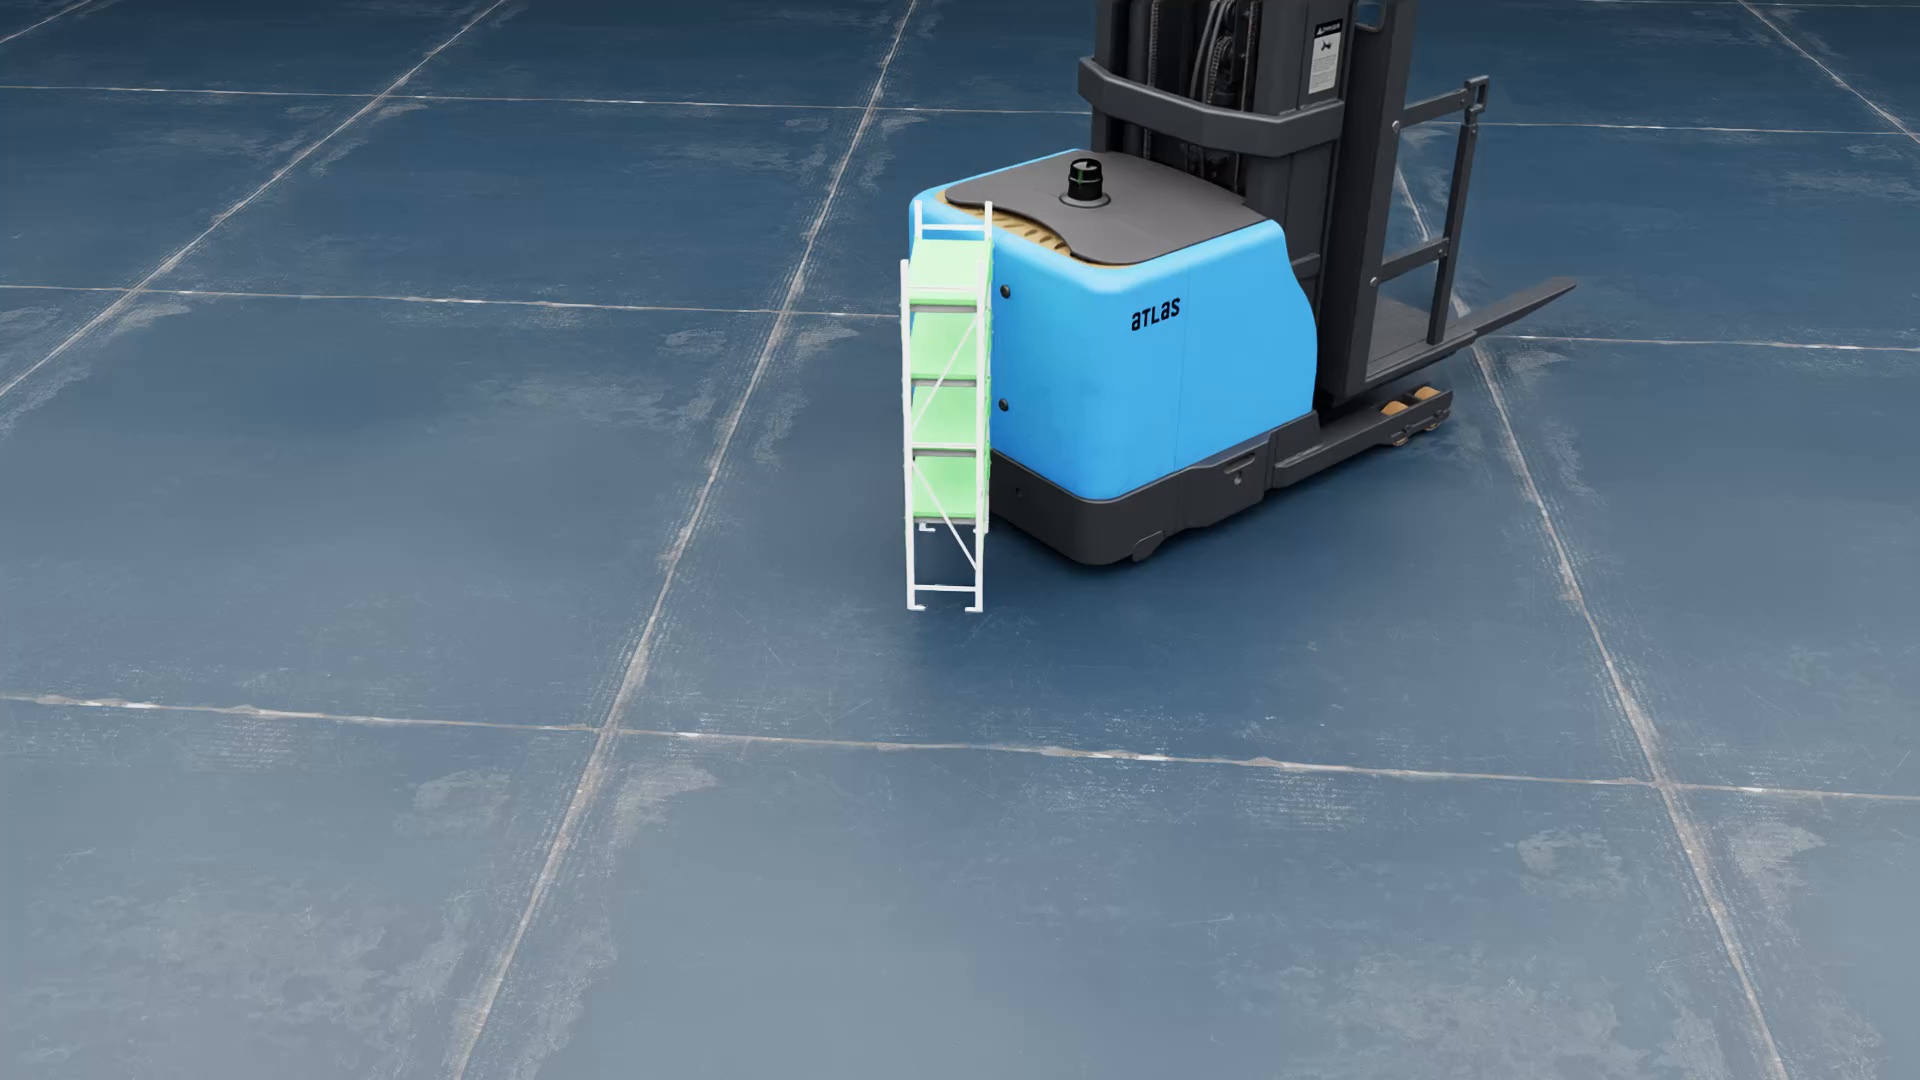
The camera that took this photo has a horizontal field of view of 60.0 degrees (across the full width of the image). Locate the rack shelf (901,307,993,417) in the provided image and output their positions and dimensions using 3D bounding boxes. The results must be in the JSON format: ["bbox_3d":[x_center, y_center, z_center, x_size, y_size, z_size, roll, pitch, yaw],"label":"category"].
[{"bbox_3d":[-0.035,-0.563,5.184,0.258,0.148,0.480,2,32,3],"label":"rack shelf"}]

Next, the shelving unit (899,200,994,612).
[{"bbox_3d":[-0.035,-0.413,5.276,0.258,1.200,0.503,2,32,3],"label":"shelving unit"}]

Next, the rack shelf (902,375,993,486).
[{"bbox_3d":[-0.035,-0.358,5.310,0.258,0.148,0.480,2,32,3],"label":"rack shelf"}]

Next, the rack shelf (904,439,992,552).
[{"bbox_3d":[-0.035,-0.154,5.436,0.258,0.148,0.480,2,32,3],"label":"rack shelf"}]

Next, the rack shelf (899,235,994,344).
[{"bbox_3d":[-0.035,-0.767,5.058,0.258,0.148,0.480,2,32,3],"label":"rack shelf"}]

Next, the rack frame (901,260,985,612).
[{"bbox_3d":[-0.049,-0.285,5.069,0.240,1.200,0.015,2,32,3],"label":"rack frame"}]

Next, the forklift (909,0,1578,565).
[{"bbox_3d":[1.271,-1.797,5.873,3.031,2.935,1.130,-23,39,-33],"label":"forklift"}]

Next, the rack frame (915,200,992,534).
[{"bbox_3d":[-0.021,-0.541,5.484,0.240,1.200,0.015,2,32,3],"label":"rack frame"}]
